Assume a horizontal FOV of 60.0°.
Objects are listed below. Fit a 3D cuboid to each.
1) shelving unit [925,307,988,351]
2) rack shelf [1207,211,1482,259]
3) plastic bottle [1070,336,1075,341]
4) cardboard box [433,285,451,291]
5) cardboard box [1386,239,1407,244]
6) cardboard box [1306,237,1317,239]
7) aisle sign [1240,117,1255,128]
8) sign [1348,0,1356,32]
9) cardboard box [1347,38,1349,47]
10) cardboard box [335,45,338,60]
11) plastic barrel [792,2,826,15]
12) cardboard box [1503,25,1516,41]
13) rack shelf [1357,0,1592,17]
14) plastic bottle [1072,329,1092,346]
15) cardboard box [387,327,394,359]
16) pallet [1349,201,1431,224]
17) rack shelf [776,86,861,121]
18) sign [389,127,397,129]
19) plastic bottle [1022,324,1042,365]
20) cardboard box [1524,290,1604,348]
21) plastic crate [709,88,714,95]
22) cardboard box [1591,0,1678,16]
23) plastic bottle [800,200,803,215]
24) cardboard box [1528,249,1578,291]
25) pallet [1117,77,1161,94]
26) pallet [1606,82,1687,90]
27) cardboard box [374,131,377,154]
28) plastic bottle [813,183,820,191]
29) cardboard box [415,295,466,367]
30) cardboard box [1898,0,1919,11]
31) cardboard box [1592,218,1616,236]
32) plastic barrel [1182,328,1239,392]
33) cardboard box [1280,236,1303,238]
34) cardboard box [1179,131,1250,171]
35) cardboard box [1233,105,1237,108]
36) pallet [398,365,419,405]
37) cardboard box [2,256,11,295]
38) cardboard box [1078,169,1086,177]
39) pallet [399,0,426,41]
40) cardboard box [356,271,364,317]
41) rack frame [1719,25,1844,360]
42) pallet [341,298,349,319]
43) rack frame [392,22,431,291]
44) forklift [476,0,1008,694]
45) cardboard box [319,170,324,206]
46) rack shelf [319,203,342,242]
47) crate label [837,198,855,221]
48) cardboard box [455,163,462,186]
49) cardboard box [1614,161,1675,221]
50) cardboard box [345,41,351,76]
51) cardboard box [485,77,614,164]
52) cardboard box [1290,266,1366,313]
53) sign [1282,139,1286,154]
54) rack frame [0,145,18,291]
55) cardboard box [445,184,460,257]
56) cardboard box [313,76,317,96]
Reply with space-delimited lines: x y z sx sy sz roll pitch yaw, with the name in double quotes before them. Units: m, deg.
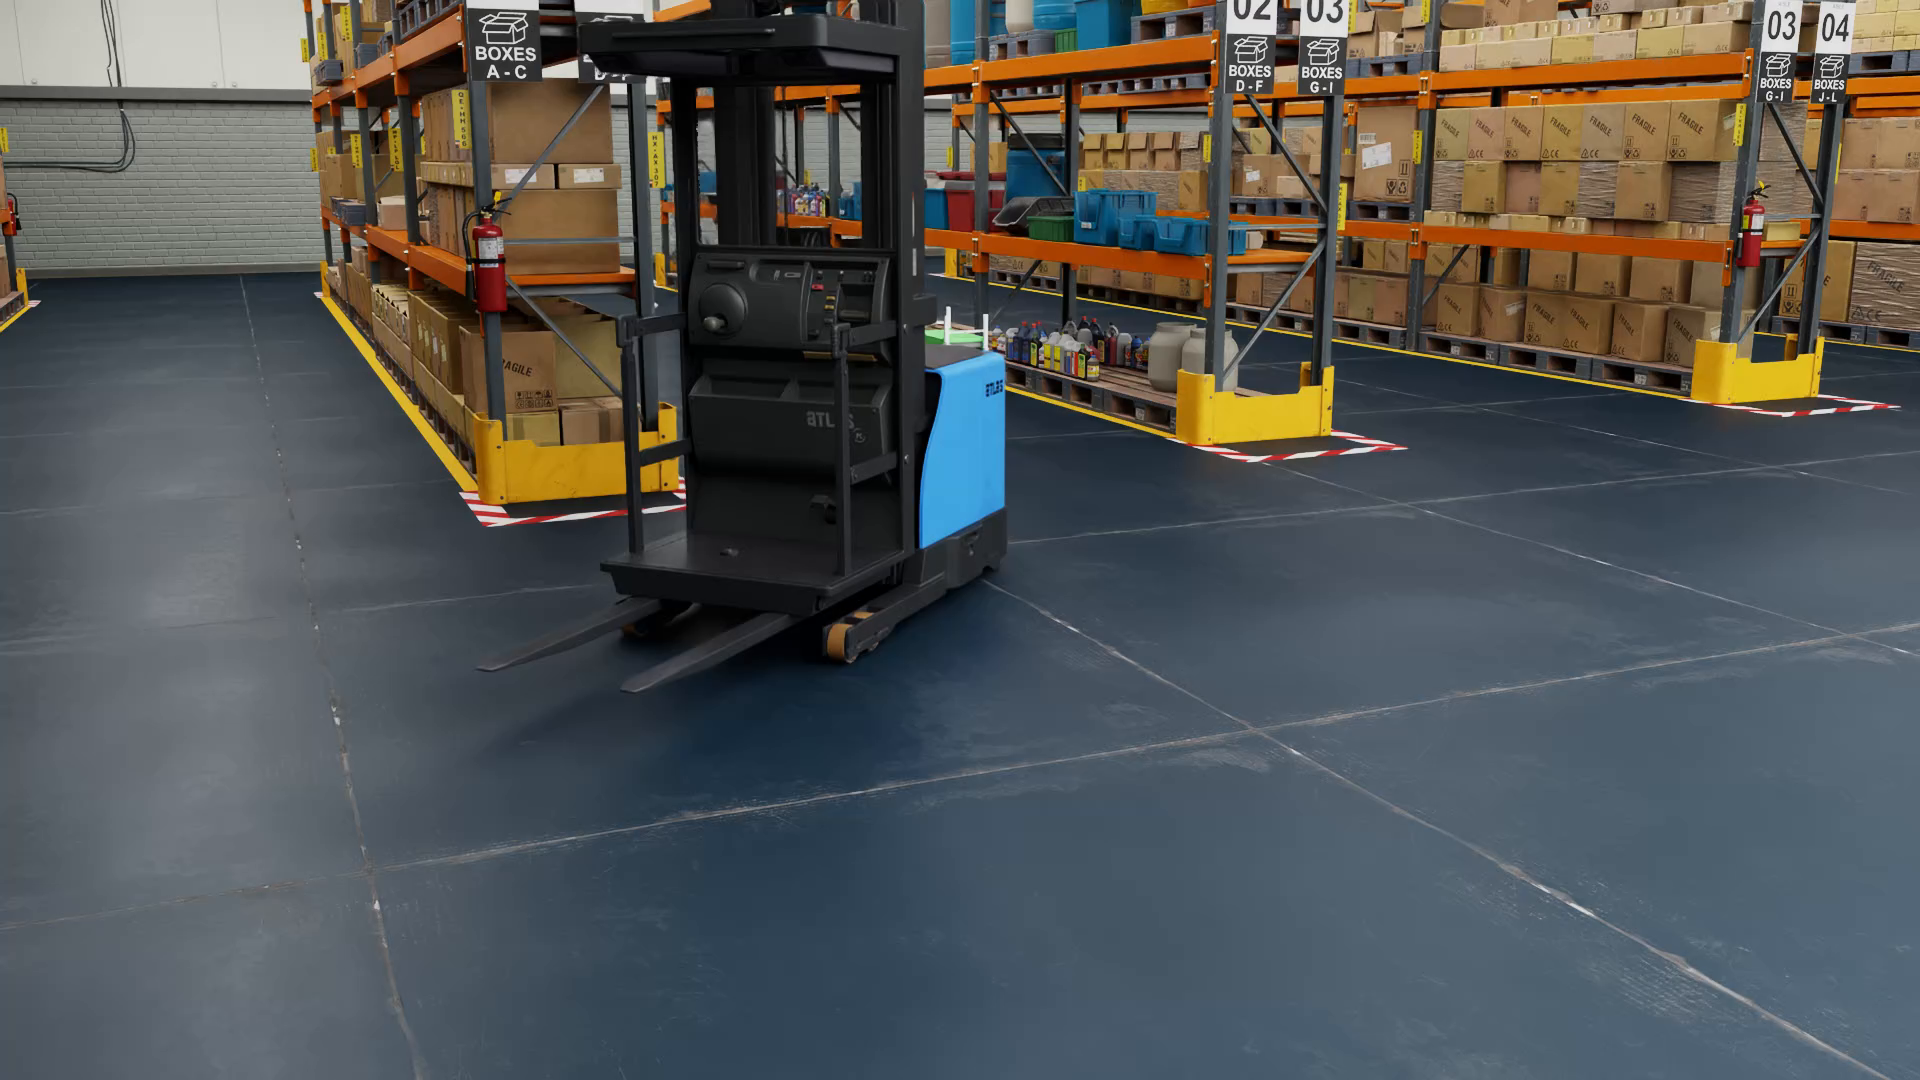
"shelving unit" -0.066 -0.619 8.882 0.258 1.200 0.503 -6 14 -23
"rack shelf" 4.351 -3.540 19.107 1.077 0.370 4.000 -6 14 -23
"plastic bottle" 0.929 -1.604 14.215 0.152 0.276 0.135 -6 14 -23
"cardboard box" -4.879 -2.355 16.315 0.500 0.311 0.500 -6 14 -24
"cardboard box" 6.802 -4.623 25.140 0.500 0.250 0.500 -5 14 -21
"cardboard box" 6.045 -5.023 27.992 0.380 0.149 0.250 -6 14 -25
"aisle sign" 5.176 -7.692 29.687 0.394 0.787 0.004 -6 14 -23
"sign" 2.722 -3.718 11.608 0.100 0.325 0.005 -6 14 -23
"cardboard box" 4.370 -5.772 19.176 0.500 0.500 0.500 -5 14 -22
"cardboard box" -7.574 -5.944 20.469 0.500 0.250 0.500 -6 14 -23
"plastic barrel" -1.767 -6.254 20.543 0.600 0.901 0.708 -6 14 -23
"cardboard box" 5.396 -4.811 15.800 0.380 0.149 0.250 -5 14 -21
"rack shelf" 7.334 -7.521 23.892 1.077 0.370 4.000 -6 14 -23
"plastic bottle" 1.087 -1.752 14.851 0.152 0.276 0.135 -6 14 -23
"cardboard box" -4.967 -1.823 15.261 0.500 0.250 0.500 -5 14 -22
"pallet" 4.979 -3.555 18.001 1.003 0.211 1.213 -6 14 -23
"rack shelf" -1.789 -5.380 20.406 1.077 0.370 4.000 -6 14 -23
"sign" -8.216 -5.826 24.122 0.100 0.325 0.005 -6 14 -23
"plastic bottle" 0.633 -1.710 14.506 0.144 0.351 0.185 -6 14 -25
"cardboard box" 5.833 -2.139 16.070 0.500 0.500 0.500 -7 15 -28
"plastic crate" -3.248 -6.221 22.818 0.416 0.233 0.300 -6 14 -23
"cardboard box" 5.902 -4.846 14.515 0.500 0.500 0.500 -6 14 -23
"plastic bottle" -1.858 -3.978 19.846 0.097 0.201 0.097 0 13 0
"cardboard box" 8.297 -3.705 22.284 1.050 0.750 0.750 -6 14 -24
"pallet" 2.793 -6.032 22.045 1.003 0.211 1.213 -5 14 -20
"pallet" 8.892 -5.741 20.788 1.003 0.211 1.213 -5 14 -20
"cardboard box" -7.269 -5.001 21.386 0.500 0.500 0.500 -6 14 -25
"plastic bottle" -1.848 -4.460 21.597 0.144 0.351 0.185 -6 14 -23
"cardboard box" -3.820 -1.587 12.576 0.500 0.500 0.500 -6 14 -23
"cardboard box" 9.982 -5.568 17.260 0.380 0.149 0.250 -5 14 -22
"cardboard box" 5.936 -2.825 14.981 0.380 0.149 0.250 -6 14 -23
"plastic barrel" 1.883 -1.325 12.528 0.421 0.512 0.421 0 13 0
"cardboard box" 5.563 -5.036 28.050 0.380 0.149 0.250 -6 14 -23
"cardboard box" 3.272 -4.993 21.346 0.797 0.503 0.637 -5 14 -21
"cardboard box" 4.876 -7.656 28.976 0.500 0.250 0.500 -5 14 -21
"pallet" -4.257 -1.373 14.335 1.003 0.211 1.213 -6 14 -23
"cardboard box" -12.898 -3.465 21.802 0.700 0.500 0.500 -6 14 -23
"cardboard box" 1.903 -5.061 23.862 0.500 0.500 0.500 -6 14 -23
"pallet" -3.561 -3.827 12.298 1.003 0.211 1.213 -6 14 -23
"cardboard box" -6.541 -2.793 18.852 0.500 0.500 0.500 -6 14 -25
"rack frame" 6.755 -2.651 13.670 1.000 3.000 0.127 -6 14 -23
"pallet" -7.405 -3.019 21.447 1.003 0.211 1.213 -6 14 -23
"rack frame" -3.926 -2.583 13.378 1.000 3.000 0.127 -6 14 -23
"forklift" -0.814 -1.037 6.851 1.130 2.935 3.031 6 14 23
"cardboard box" -8.797 -4.995 23.579 0.500 0.500 0.500 -5 14 -22
"rack shelf" -7.932 -4.299 22.386 1.077 0.370 4.000 -6 14 -23
"crate label" -1.163 -3.654 18.375 0.303 0.233 0.416 -6 14 -23
"cardboard box" -3.171 -2.450 11.145 0.380 0.149 0.250 -5 14 -21
"cardboard box" 6.249 -3.053 14.526 0.875 0.500 0.500 -6 14 -23
"cardboard box" -5.938 -5.112 17.430 0.910 0.500 0.500 -6 14 -23
"cardboard box" -2.520 -2.546 10.118 0.700 0.500 0.500 -6 14 -23
"cardboard box" 4.304 -2.933 19.459 0.700 0.500 0.500 -4 14 -18
"sign" 4.043 -4.880 20.910 0.100 0.325 0.005 -6 14 -23
"rack frame" -13.270 -4.614 22.153 1.000 3.000 0.127 -6 14 -23
"cardboard box" -3.328 -2.328 12.055 0.700 0.500 0.500 -5 14 -22
"cardboard box" -8.572 -6.217 22.759 0.500 0.250 0.500 -6 14 -23
